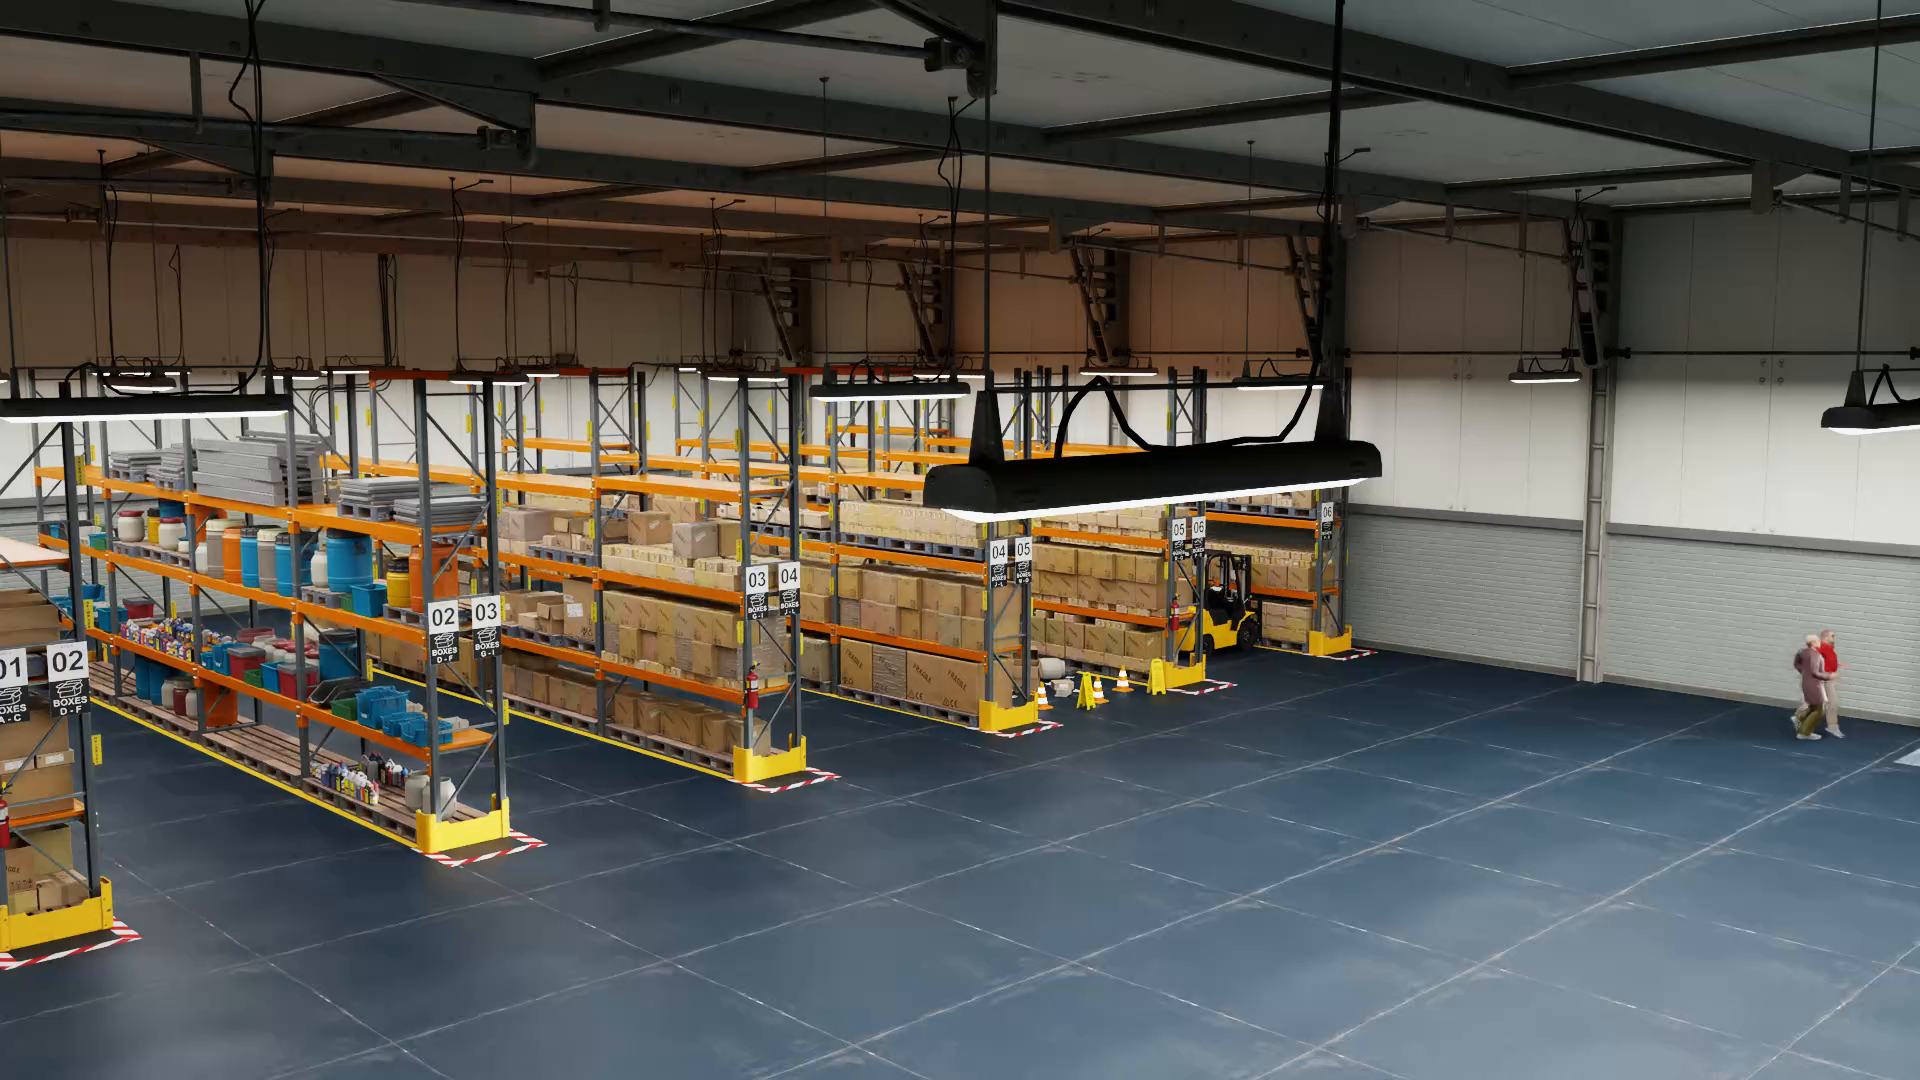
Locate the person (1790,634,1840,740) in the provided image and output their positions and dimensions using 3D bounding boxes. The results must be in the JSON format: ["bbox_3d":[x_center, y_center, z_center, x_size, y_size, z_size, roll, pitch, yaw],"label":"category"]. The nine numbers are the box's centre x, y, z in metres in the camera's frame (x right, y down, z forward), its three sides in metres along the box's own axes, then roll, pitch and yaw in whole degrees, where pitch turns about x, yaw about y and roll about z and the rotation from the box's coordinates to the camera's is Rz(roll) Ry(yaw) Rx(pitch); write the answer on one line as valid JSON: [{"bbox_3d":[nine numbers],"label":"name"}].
[{"bbox_3d":[13.976,2.400,27.175,0.649,1.730,0.702,1,7,12],"label":"person"}]

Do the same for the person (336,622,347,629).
[{"bbox_3d":[-11.014,2.173,29.756,0.551,1.617,0.603,5,8,37],"label":"person"}]

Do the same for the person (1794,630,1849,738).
[{"bbox_3d":[14.320,2.364,27.645,0.840,1.773,0.650,4,7,29],"label":"person"}]
